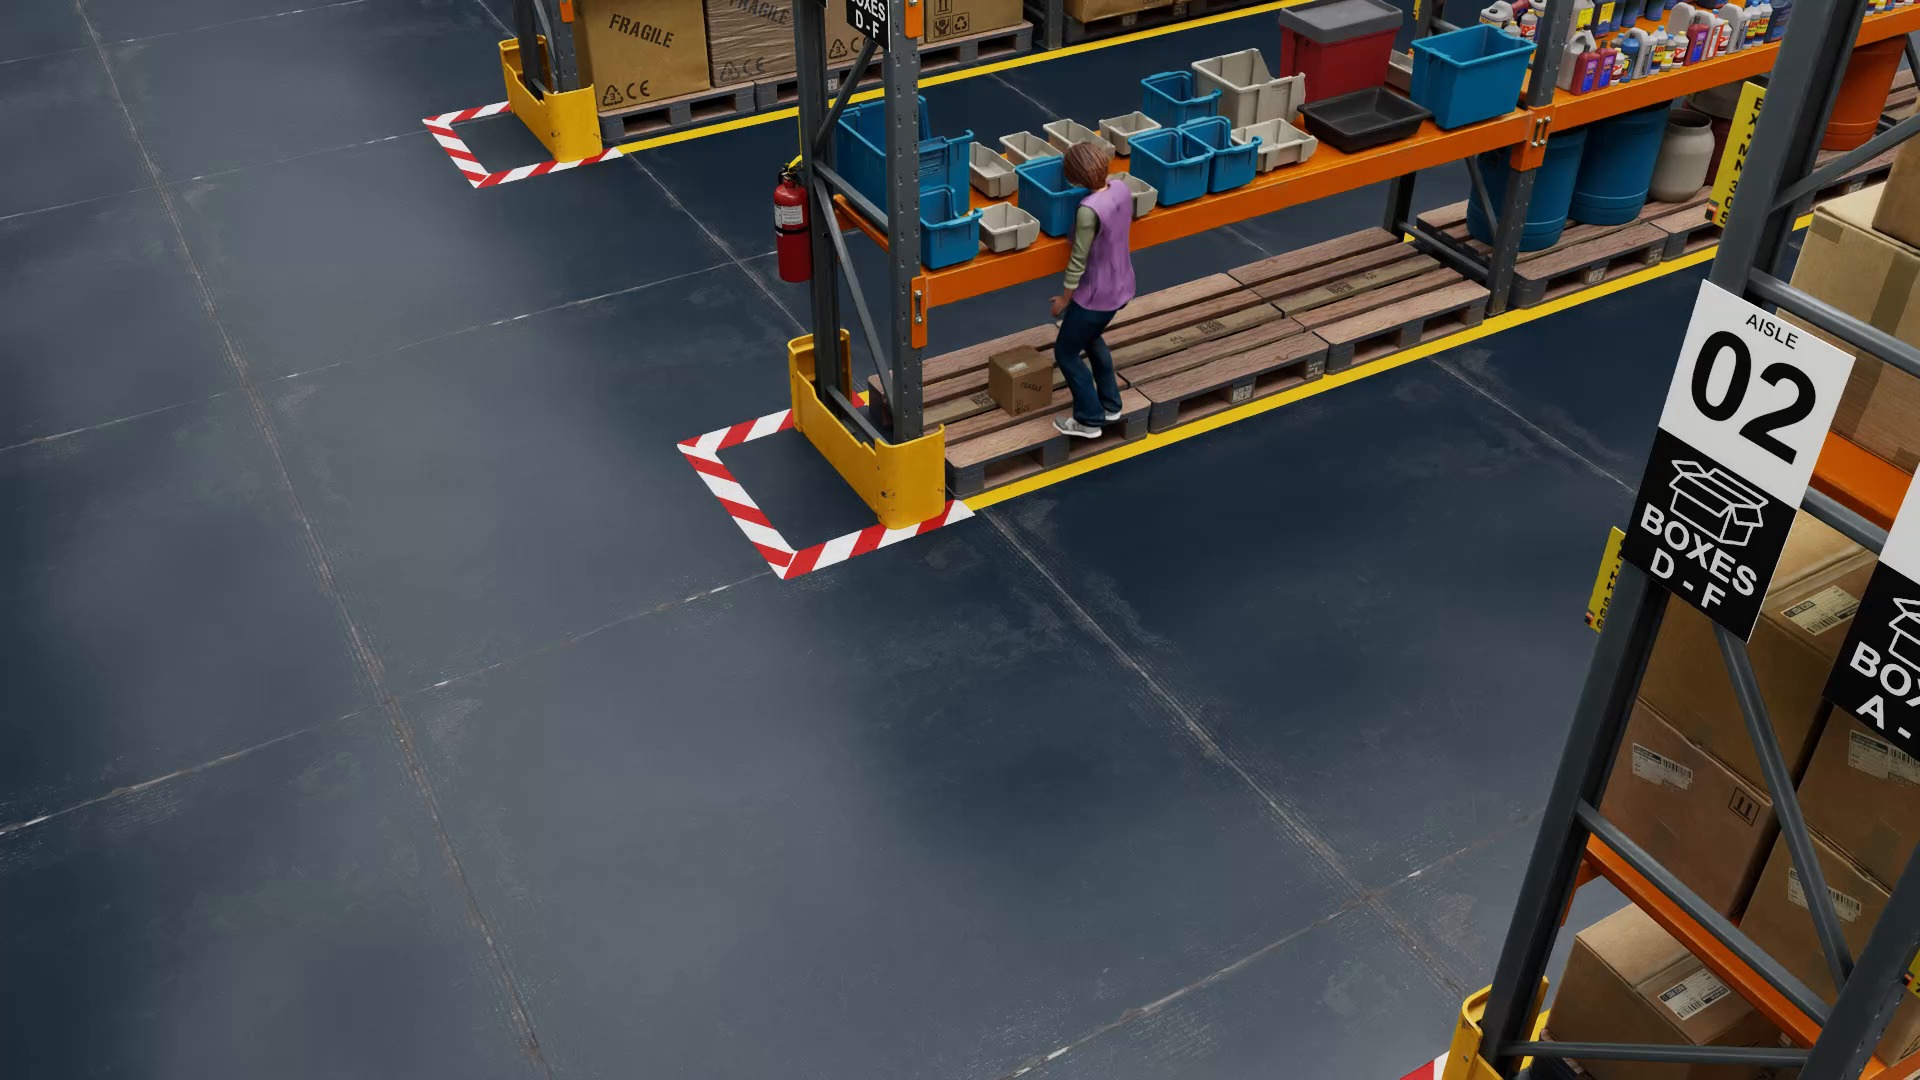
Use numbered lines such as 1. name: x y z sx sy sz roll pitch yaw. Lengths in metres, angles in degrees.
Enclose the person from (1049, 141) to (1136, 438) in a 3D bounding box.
1. person: 0.656 -1.205 8.228 0.377 1.537 0.423 22 43 27
